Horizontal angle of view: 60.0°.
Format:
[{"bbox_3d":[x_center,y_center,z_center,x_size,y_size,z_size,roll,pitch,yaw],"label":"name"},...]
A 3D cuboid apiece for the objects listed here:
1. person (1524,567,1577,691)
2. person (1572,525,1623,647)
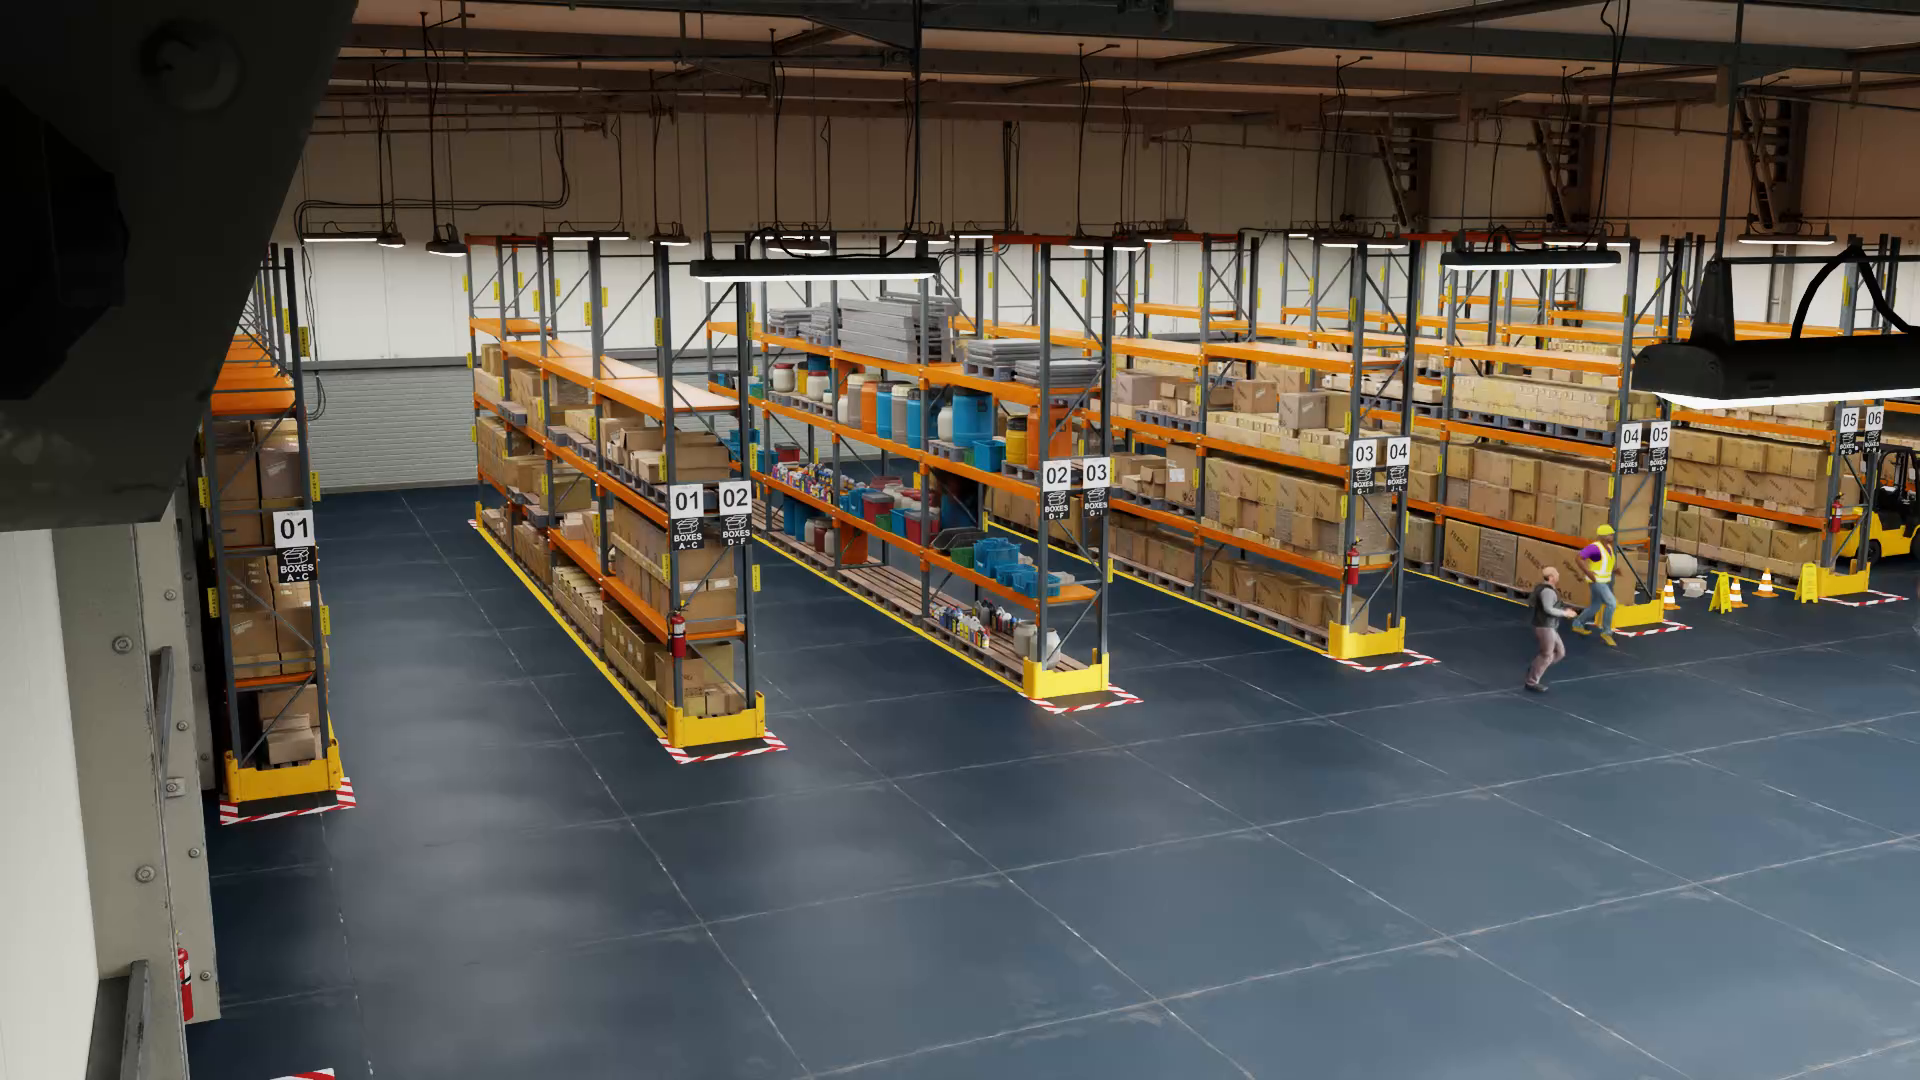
[{"bbox_3d":[8.023,1.190,22.578,0.615,1.676,0.689,3,11,16],"label":"person"},{"bbox_3d":[9.676,0.664,25.139,0.782,1.803,0.704,10,15,41],"label":"person"}]
